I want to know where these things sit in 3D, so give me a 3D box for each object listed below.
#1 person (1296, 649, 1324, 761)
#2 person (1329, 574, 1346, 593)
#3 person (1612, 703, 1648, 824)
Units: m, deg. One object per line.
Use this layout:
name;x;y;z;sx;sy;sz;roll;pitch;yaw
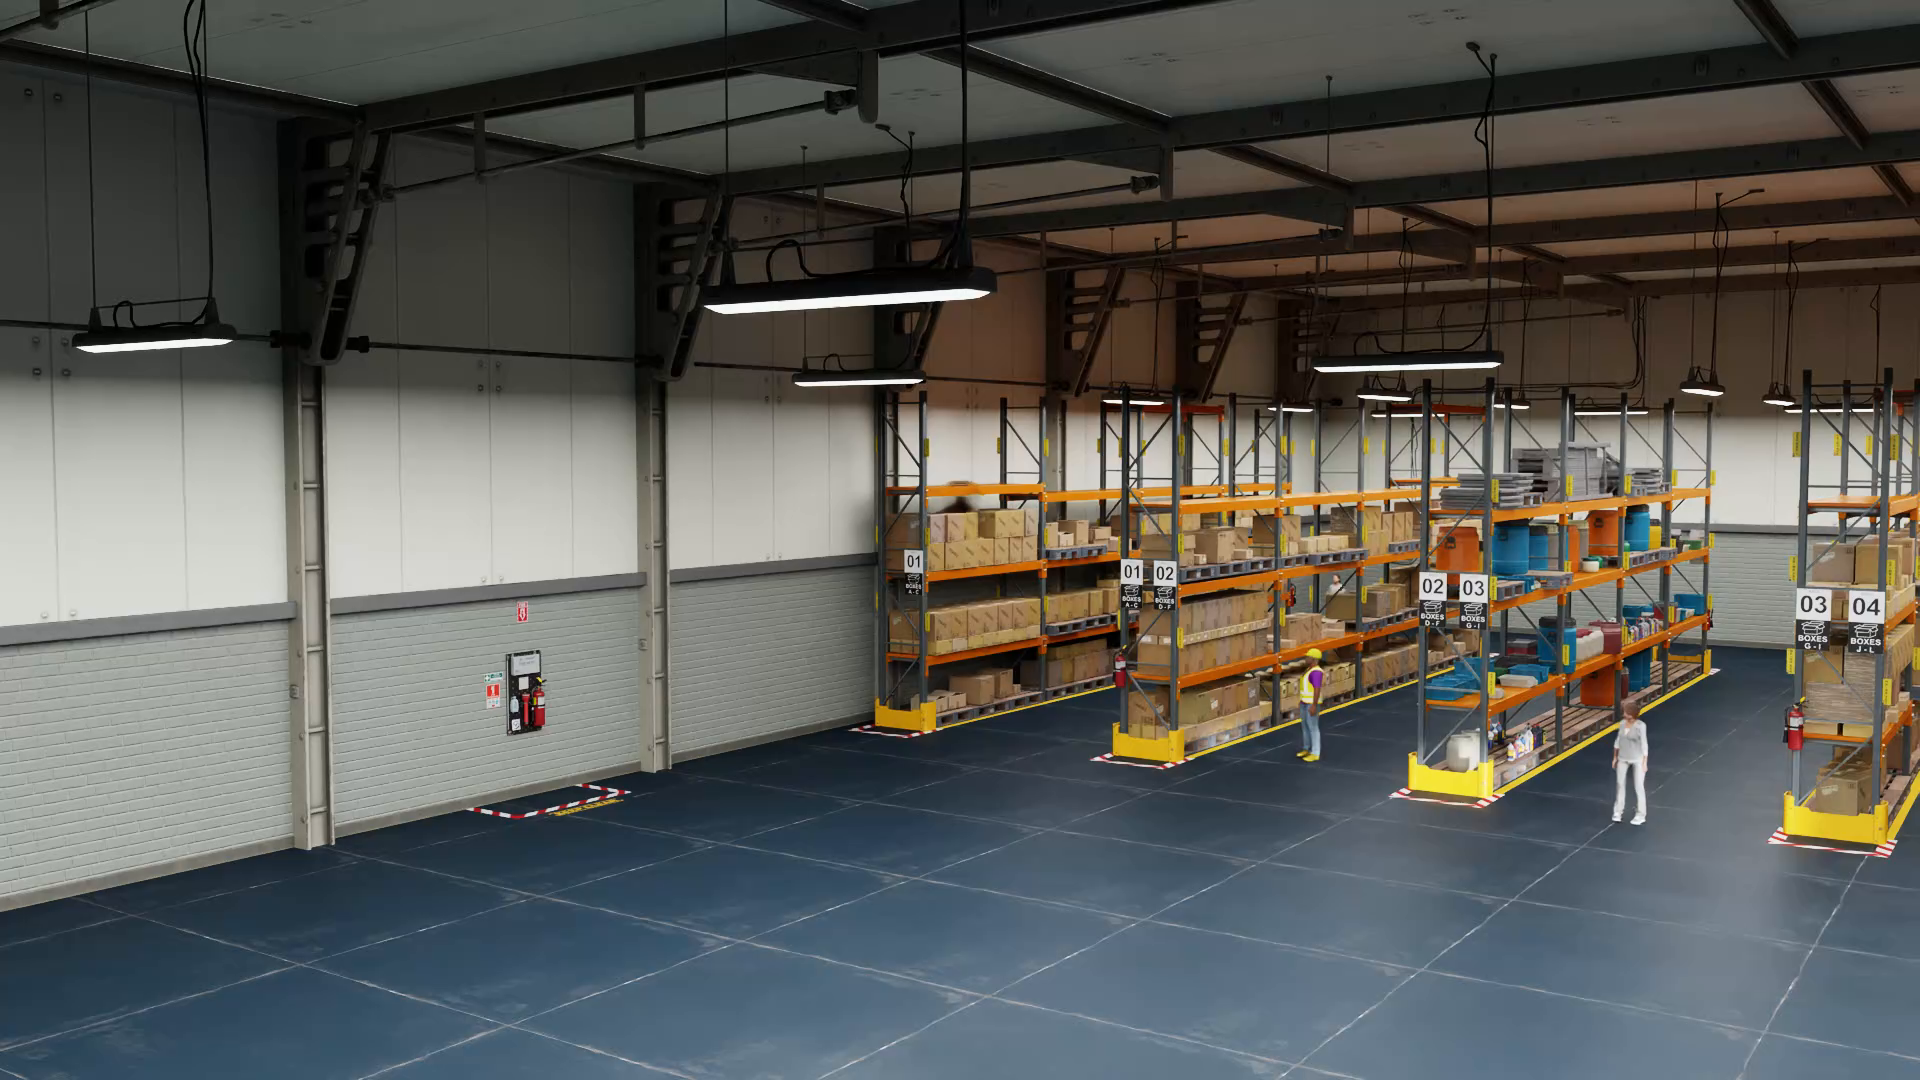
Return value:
person;5.635;2.629;26.754;0.427;1.773;0.622;-1;3;-14
person;9.945;1.744;43.780;0.489;1.706;0.360;0;3;7
person;8.927;2.964;22.192;0.379;1.602;0.466;-3;4;-41
